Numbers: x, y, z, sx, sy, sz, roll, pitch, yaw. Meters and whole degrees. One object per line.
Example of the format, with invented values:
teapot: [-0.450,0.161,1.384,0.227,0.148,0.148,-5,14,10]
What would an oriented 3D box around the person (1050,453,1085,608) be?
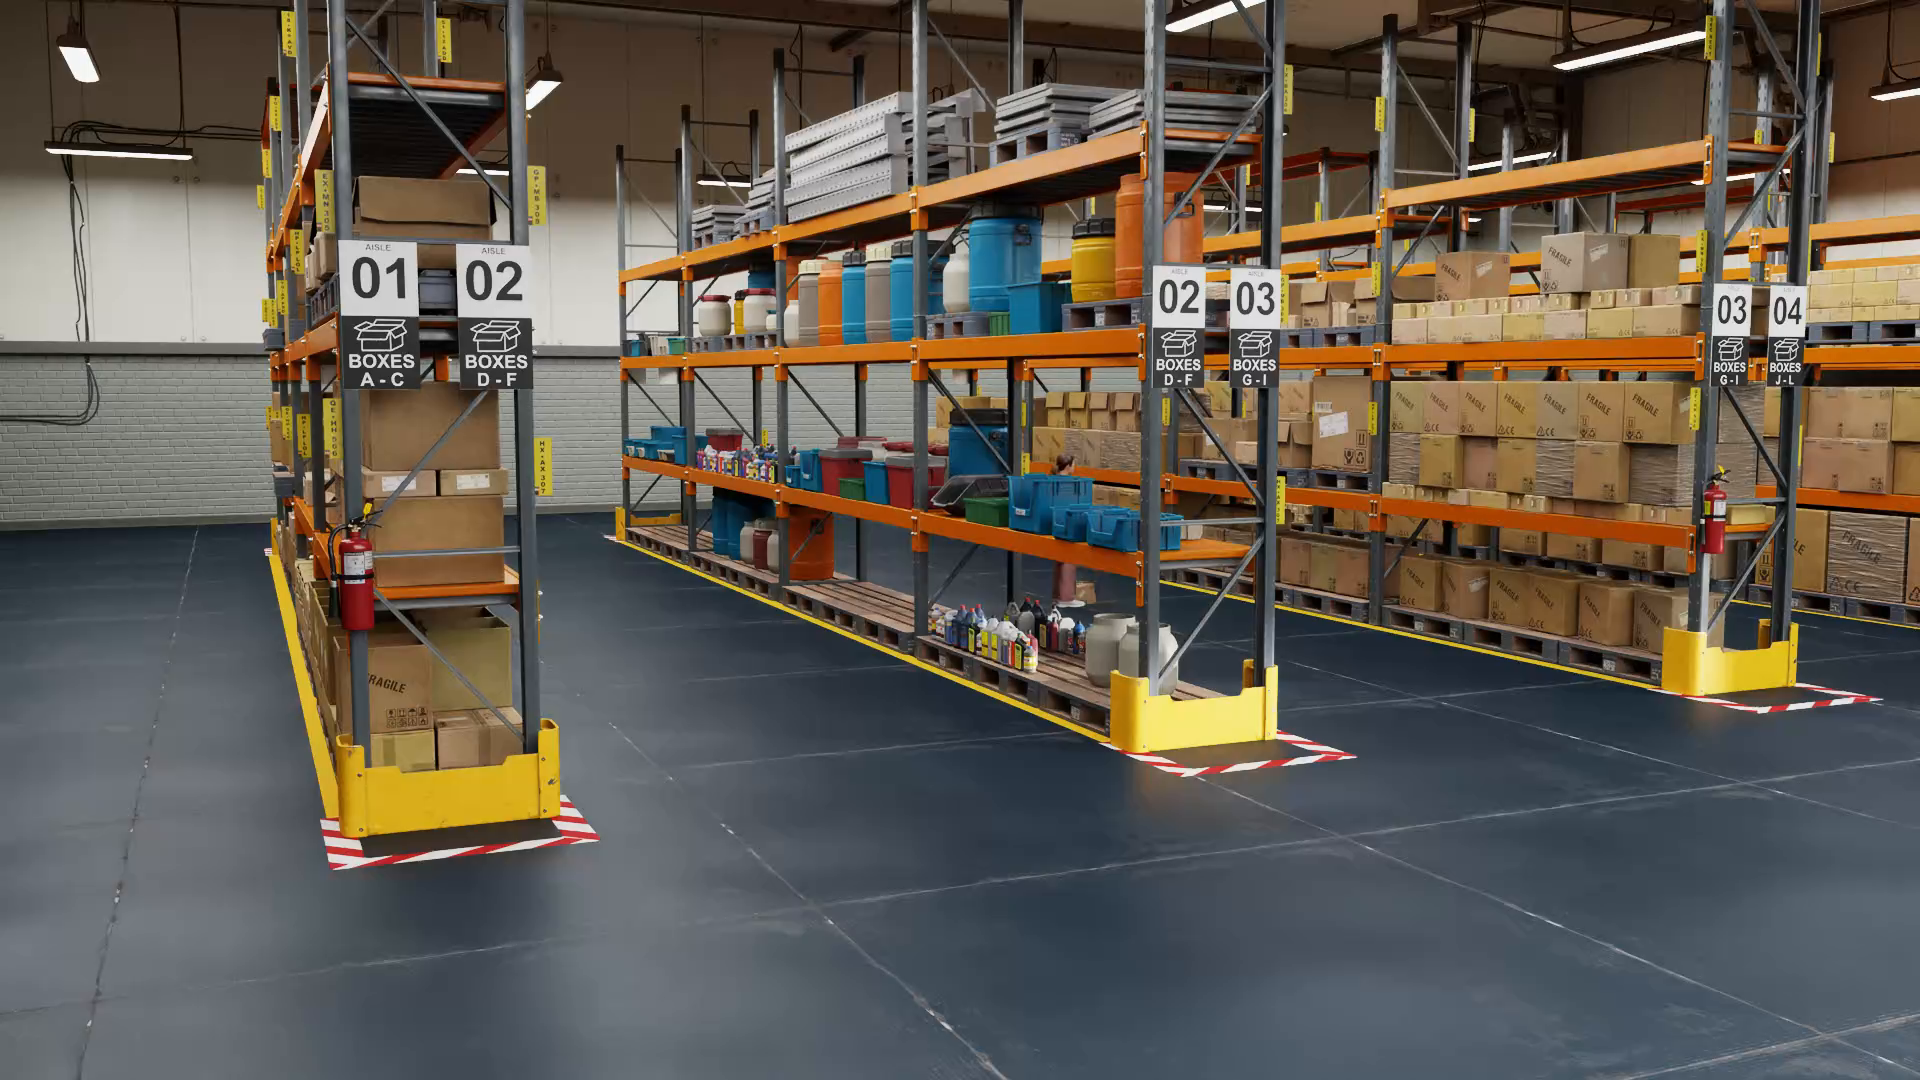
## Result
person: [1.140,-0.114,18.156,0.414,1.673,0.493,-3,6,-26]
